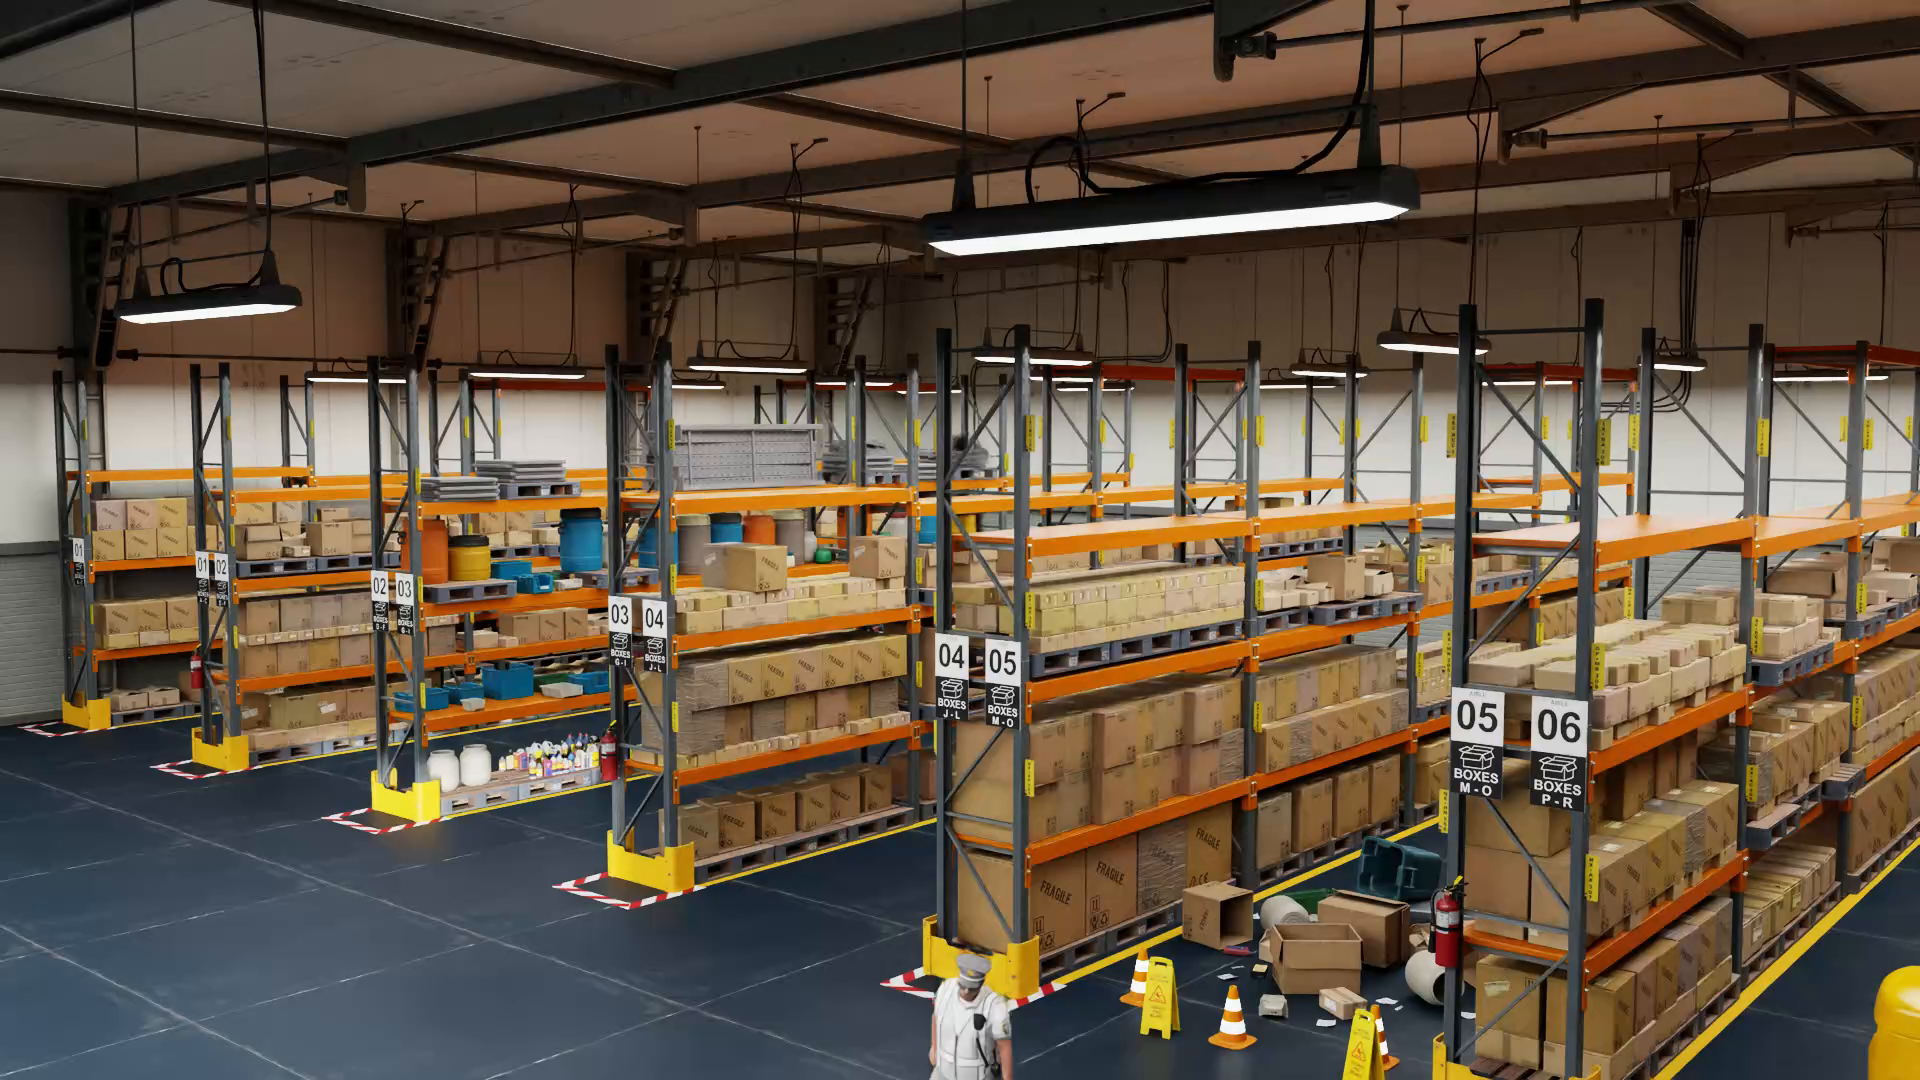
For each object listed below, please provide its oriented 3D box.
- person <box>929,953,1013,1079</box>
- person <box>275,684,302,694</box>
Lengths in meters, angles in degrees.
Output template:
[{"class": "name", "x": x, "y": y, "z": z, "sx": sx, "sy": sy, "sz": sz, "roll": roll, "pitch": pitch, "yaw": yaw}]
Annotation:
[{"class": "person", "x": 0.052, "y": 3.525, "z": 11.094, "sx": 0.798, "sy": 1.662, "sz": 0.658, "roll": 2, "pitch": 5, "yaw": 26}, {"class": "person", "x": -11.455, "y": 2.299, "z": 28.302, "sx": 0.710, "sy": 1.739, "sz": 0.876, "roll": -1, "pitch": 4, "yaw": -16}]
